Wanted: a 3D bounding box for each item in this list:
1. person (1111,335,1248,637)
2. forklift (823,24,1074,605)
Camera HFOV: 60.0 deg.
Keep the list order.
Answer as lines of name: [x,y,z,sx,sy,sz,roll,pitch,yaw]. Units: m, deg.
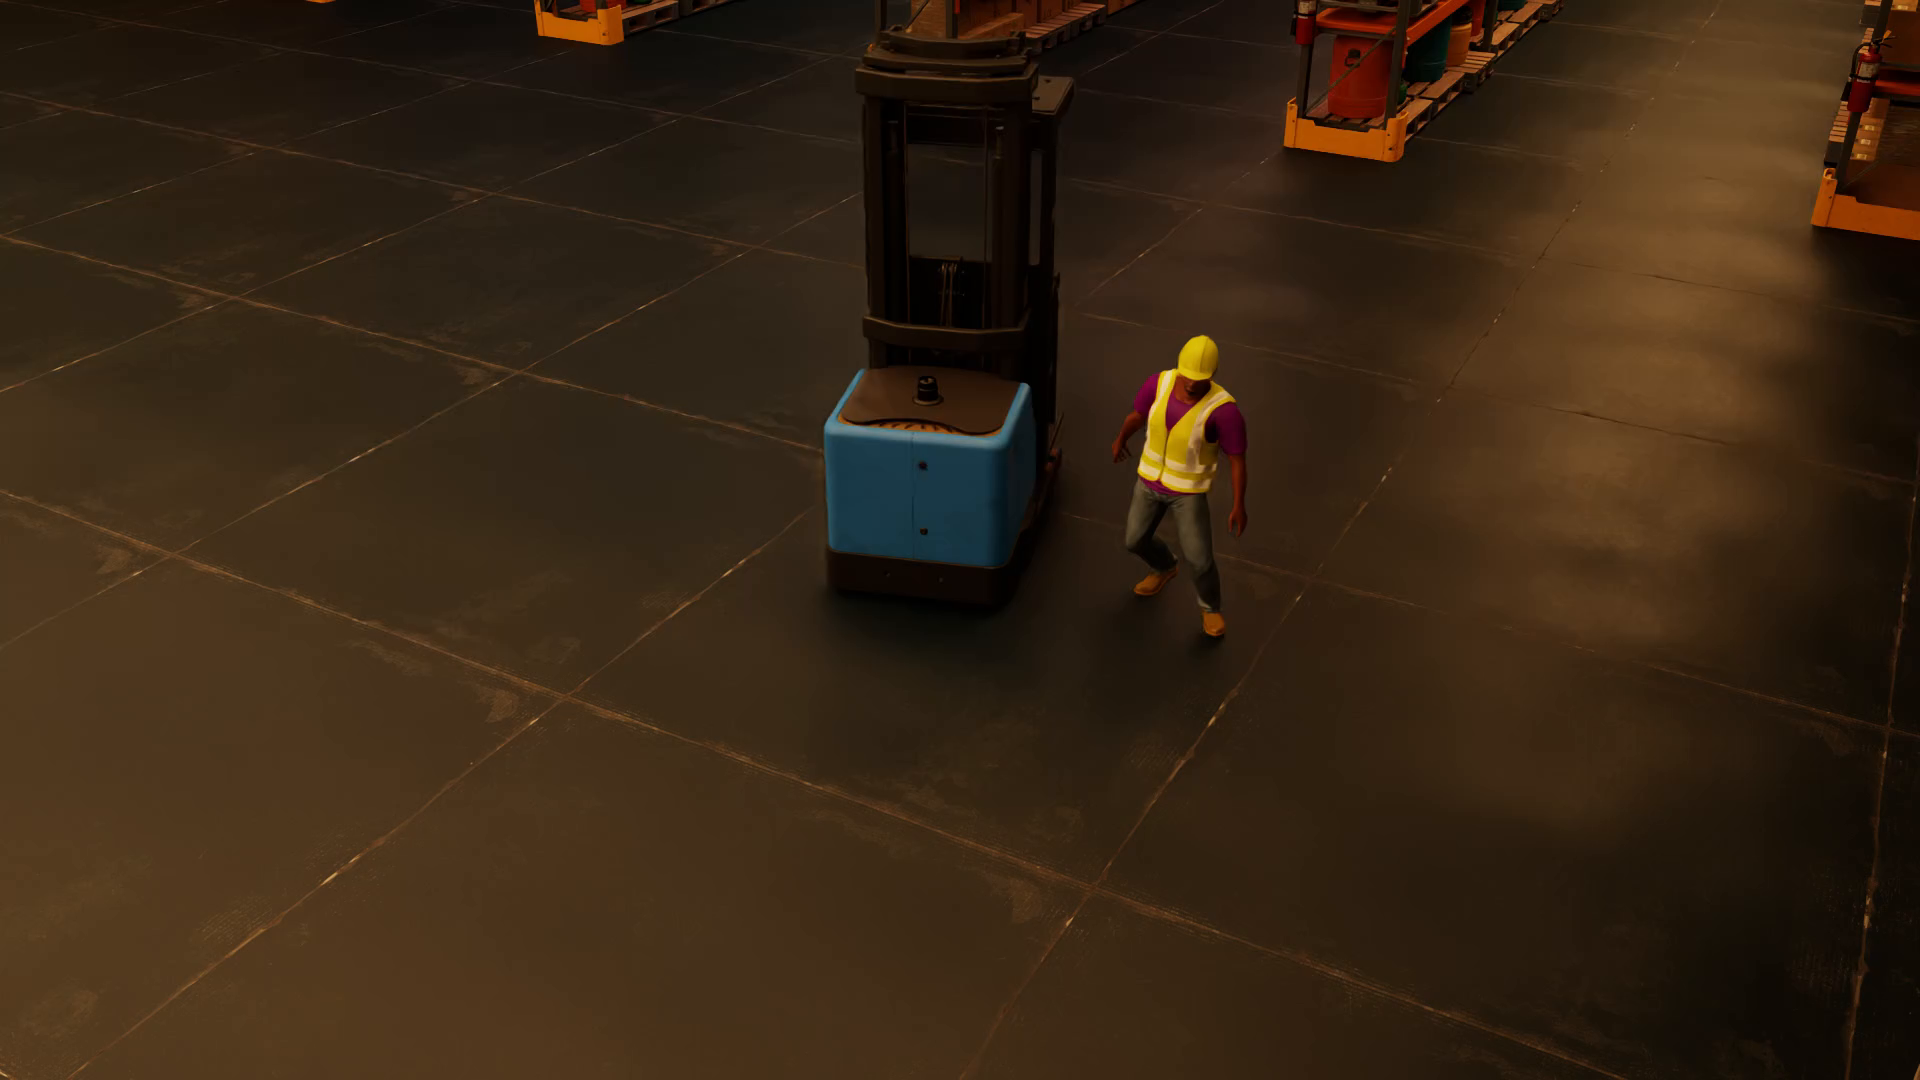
person: [1.167,-0.368,8.958,0.918,1.688,0.494,24,37,35]
forklift: [0.045,-1.629,9.893,1.130,2.935,3.031,6,31,10]
